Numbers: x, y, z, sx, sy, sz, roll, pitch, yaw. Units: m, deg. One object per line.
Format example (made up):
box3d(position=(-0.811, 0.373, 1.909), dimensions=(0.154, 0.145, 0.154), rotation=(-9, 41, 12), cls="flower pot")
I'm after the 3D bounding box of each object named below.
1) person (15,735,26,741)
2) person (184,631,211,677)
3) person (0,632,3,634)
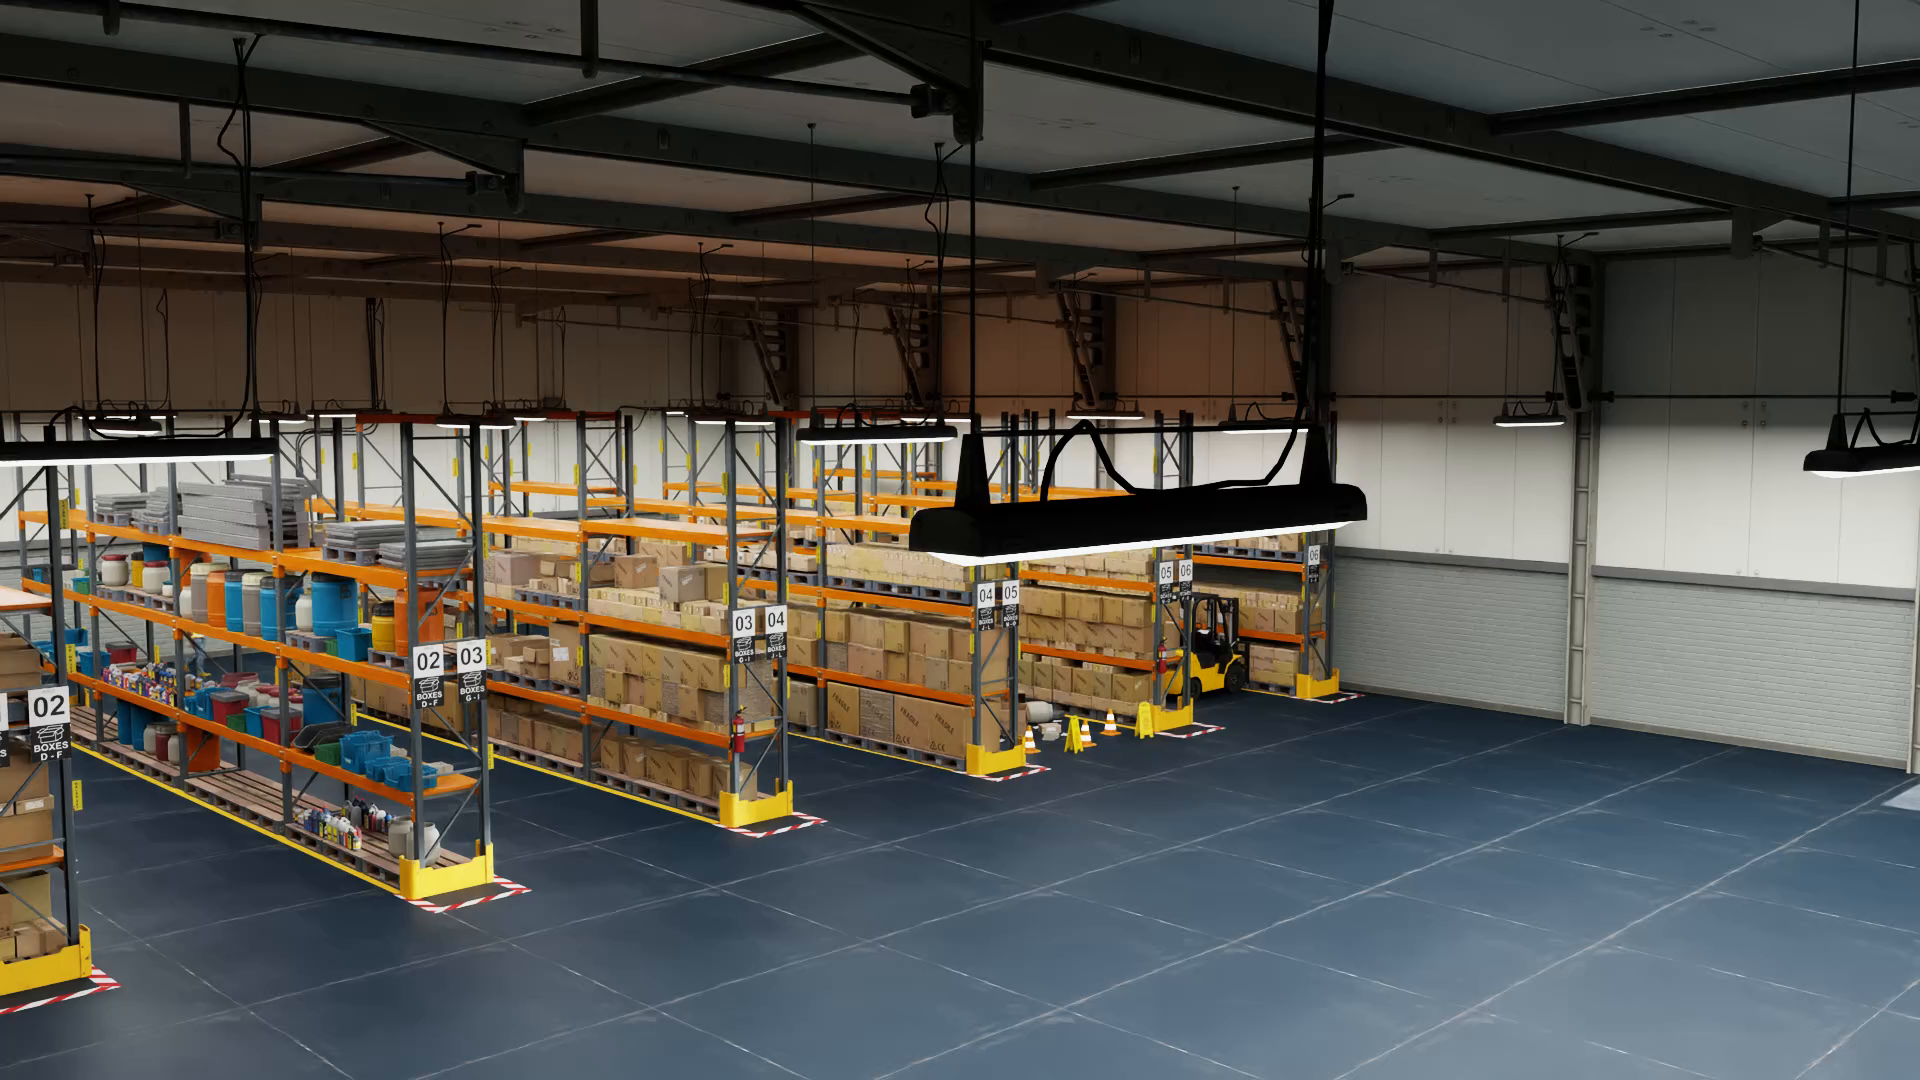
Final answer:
box3d(position=(-14.104, 3.316, 24.628), dimensions=(1.079, 1.715, 0.648), rotation=(4, 6, 36), cls="person")
box3d(position=(-17.216, 2.198, 37.395), dimensions=(0.721, 1.752, 0.580), rotation=(0, 5, -3), cls="person")
box3d(position=(-19.128, 2.663, 32.753), dimensions=(0.671, 1.652, 0.754), rotation=(2, 5, 18), cls="person")
